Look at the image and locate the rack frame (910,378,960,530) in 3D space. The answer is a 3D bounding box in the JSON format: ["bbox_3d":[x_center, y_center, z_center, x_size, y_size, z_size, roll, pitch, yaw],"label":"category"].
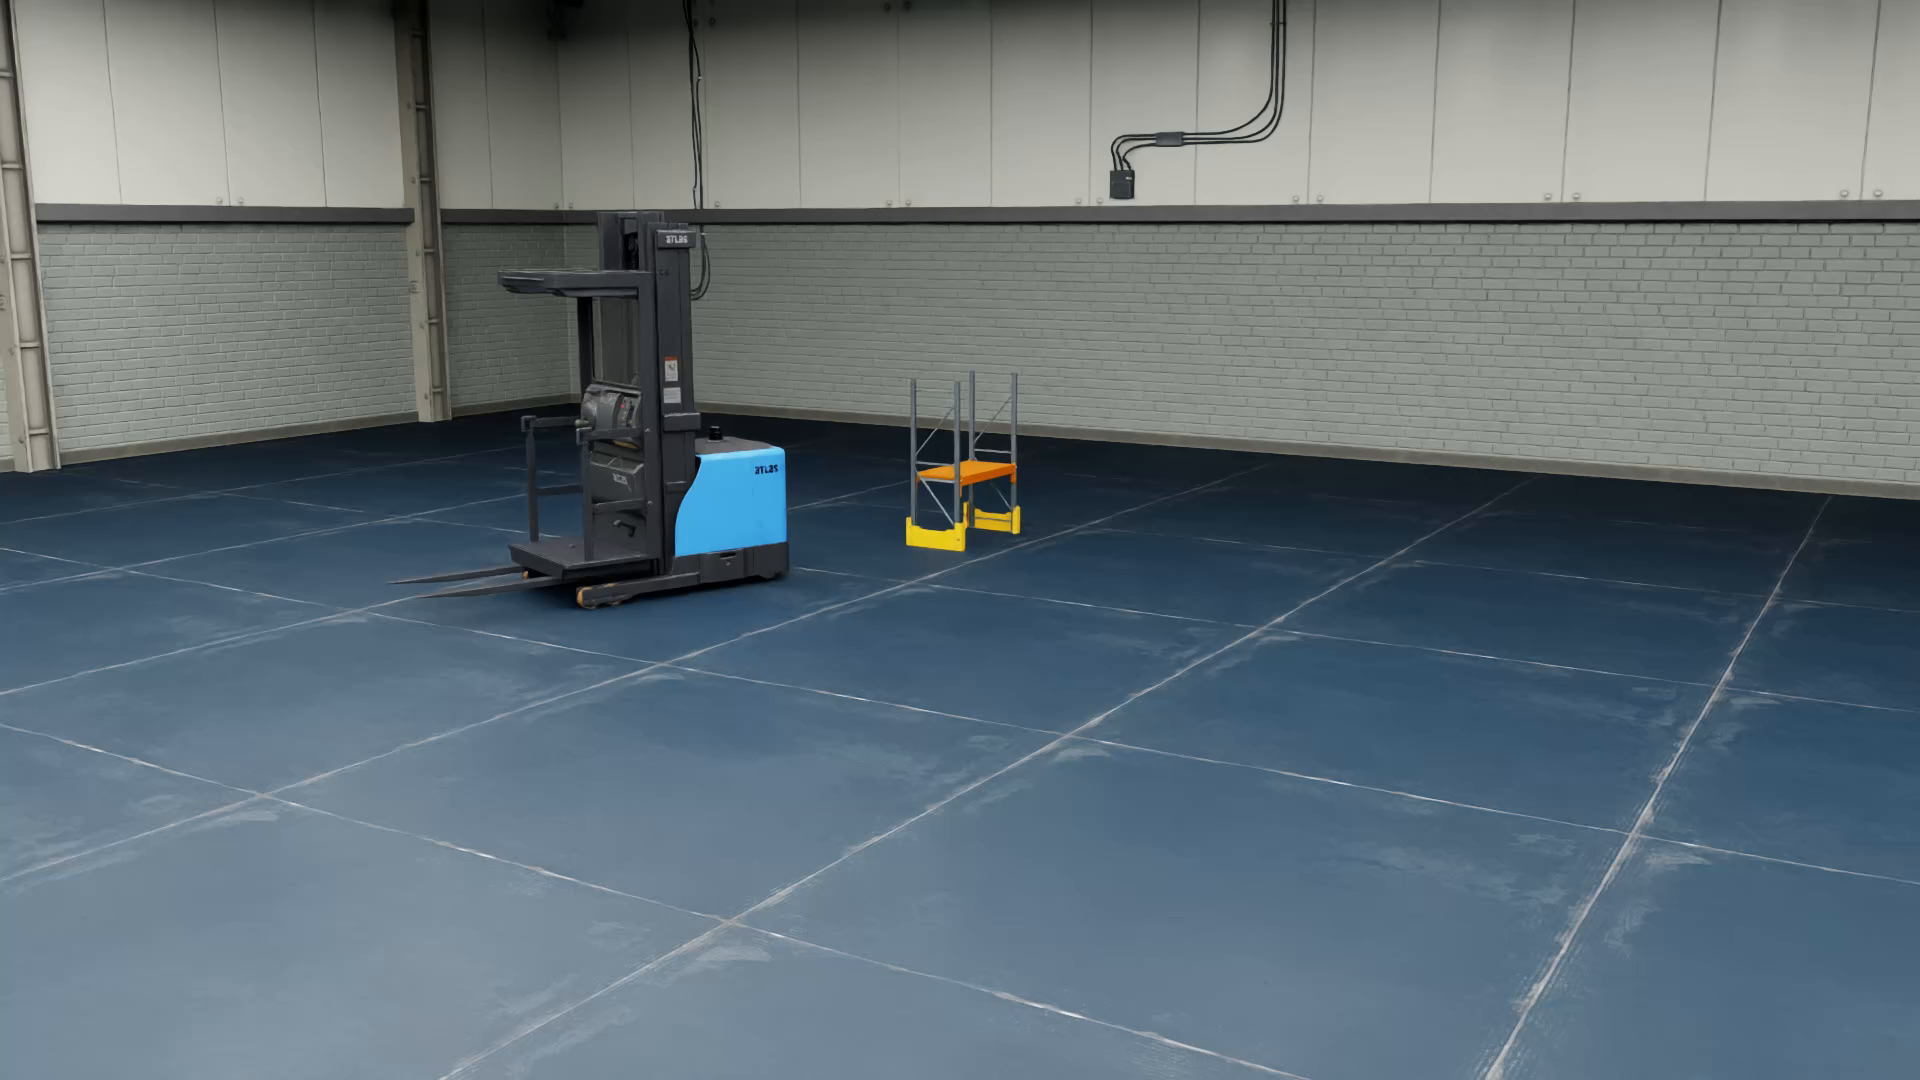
[{"bbox_3d":[-0.220,-0.671,14.757,0.500,1.500,0.032,6,12,31],"label":"rack frame"}]

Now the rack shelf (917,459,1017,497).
[{"bbox_3d":[0.044,-0.574,15.217,0.538,0.185,1.000,6,12,31],"label":"rack shelf"}]

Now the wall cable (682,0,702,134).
[{"bbox_3d":[-2.843,-7.236,24.159,3.097,2.526,0.112,6,12,31],"label":"wall cable"}]

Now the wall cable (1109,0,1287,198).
[{"bbox_3d":[2.951,-7.300,20.547,2.305,6.003,0.169,6,12,31],"label":"wall cable"}]

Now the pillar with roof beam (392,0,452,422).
[{"bbox_3d":[-4.135,-5.790,21.721,9.100,9.000,0.548,6,12,31],"label":"pillar with roof beam"}]

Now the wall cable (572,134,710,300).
[{"bbox_3d":[-5.155,-5.012,26.004,3.097,2.526,0.112,6,12,31],"label":"wall cable"}]

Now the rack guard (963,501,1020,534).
[{"bbox_3d":[0.298,-0.213,15.709,0.587,0.250,0.087,6,12,31],"label":"rack guard"}]

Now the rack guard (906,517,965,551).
[{"bbox_3d":[-0.219,-0.057,14.873,0.587,0.250,0.087,6,12,31],"label":"rack guard"}]

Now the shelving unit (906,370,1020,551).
[{"bbox_3d":[0.040,-0.749,15.176,0.587,1.500,1.083,6,12,31],"label":"shelving unit"}]

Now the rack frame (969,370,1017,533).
[{"bbox_3d":[0.308,-0.831,15.611,0.500,1.500,0.032,6,12,31],"label":"rack frame"}]

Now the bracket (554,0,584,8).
[{"bbox_3d":[-6.065,-8.374,25.745,0.235,0.232,0.430,6,12,31],"label":"bracket"}]

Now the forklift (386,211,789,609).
[{"bbox_3d":[-2.870,-1.032,12.795,3.031,2.935,1.130,-8,13,-37],"label":"forklift"}]

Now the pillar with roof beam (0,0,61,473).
[{"bbox_3d":[-7.250,-4.846,16.681,9.100,9.000,0.400,6,12,31],"label":"pillar with roof beam"}]
